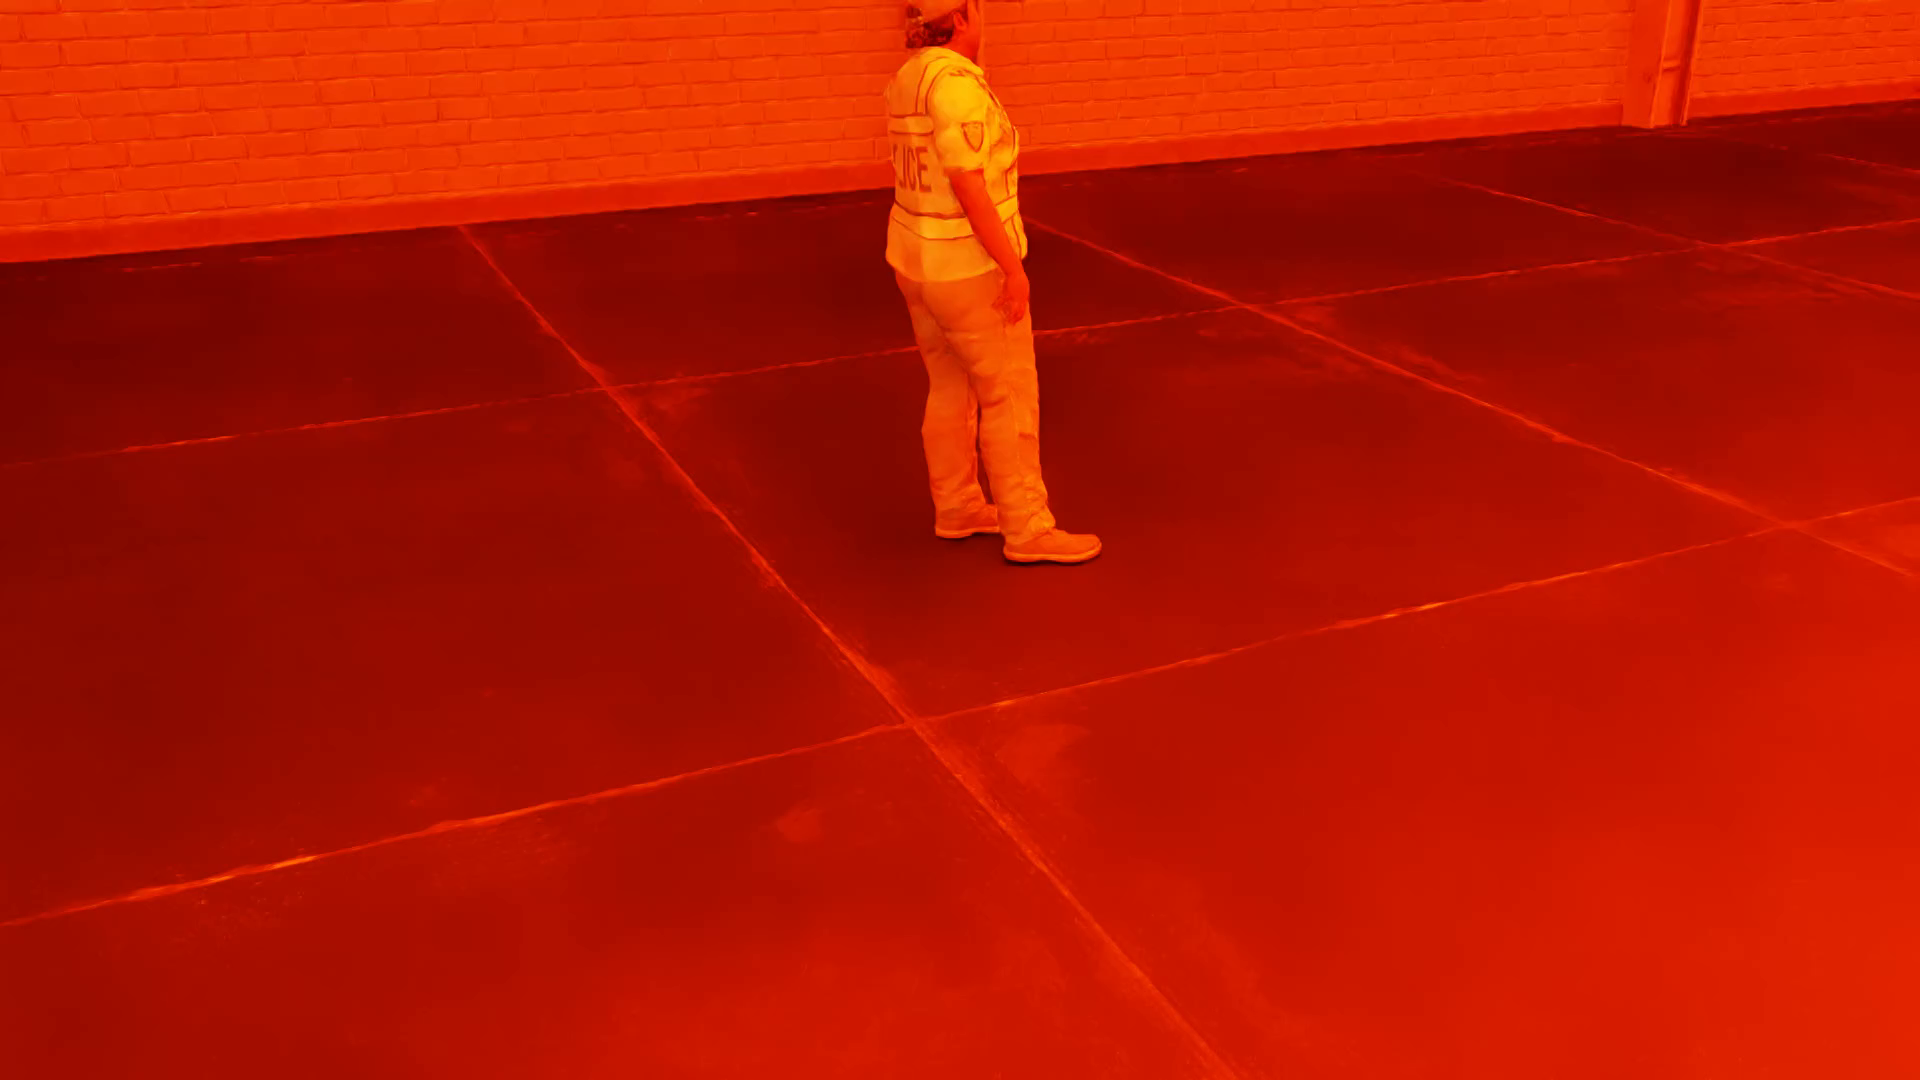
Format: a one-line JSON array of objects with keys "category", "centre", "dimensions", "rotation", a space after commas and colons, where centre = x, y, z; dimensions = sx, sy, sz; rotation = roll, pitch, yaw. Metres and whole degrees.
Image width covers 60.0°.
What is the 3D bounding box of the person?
[{"category": "person", "centre": [0.079, -0.781, 4.795], "dimensions": [0.529, 1.669, 0.598], "rotation": [-10, 25, -23]}]
